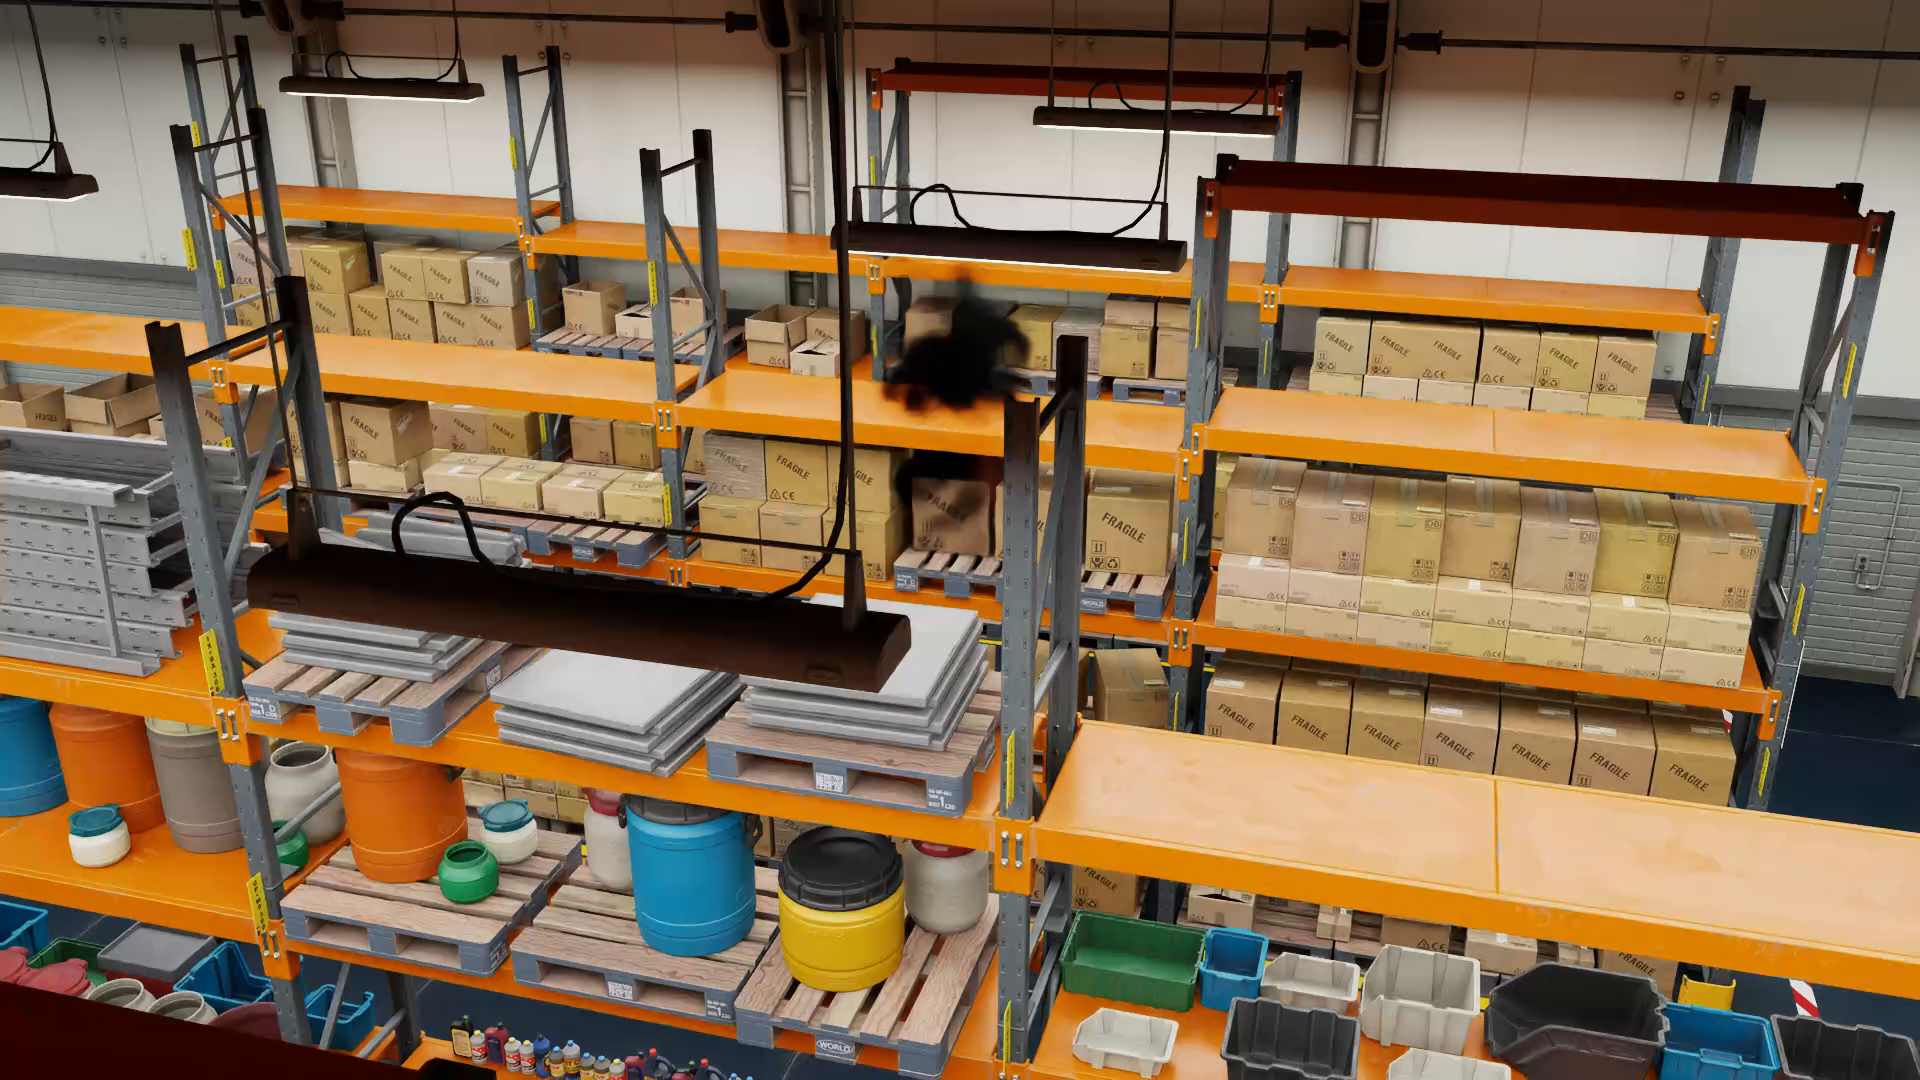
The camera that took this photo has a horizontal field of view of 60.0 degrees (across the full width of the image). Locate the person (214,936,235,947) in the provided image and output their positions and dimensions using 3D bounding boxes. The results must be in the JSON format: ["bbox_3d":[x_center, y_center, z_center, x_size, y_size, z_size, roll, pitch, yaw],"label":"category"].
[{"bbox_3d":[-5.465,2.767,12.006,0.628,1.644,0.557,5,23,12],"label":"person"}]
